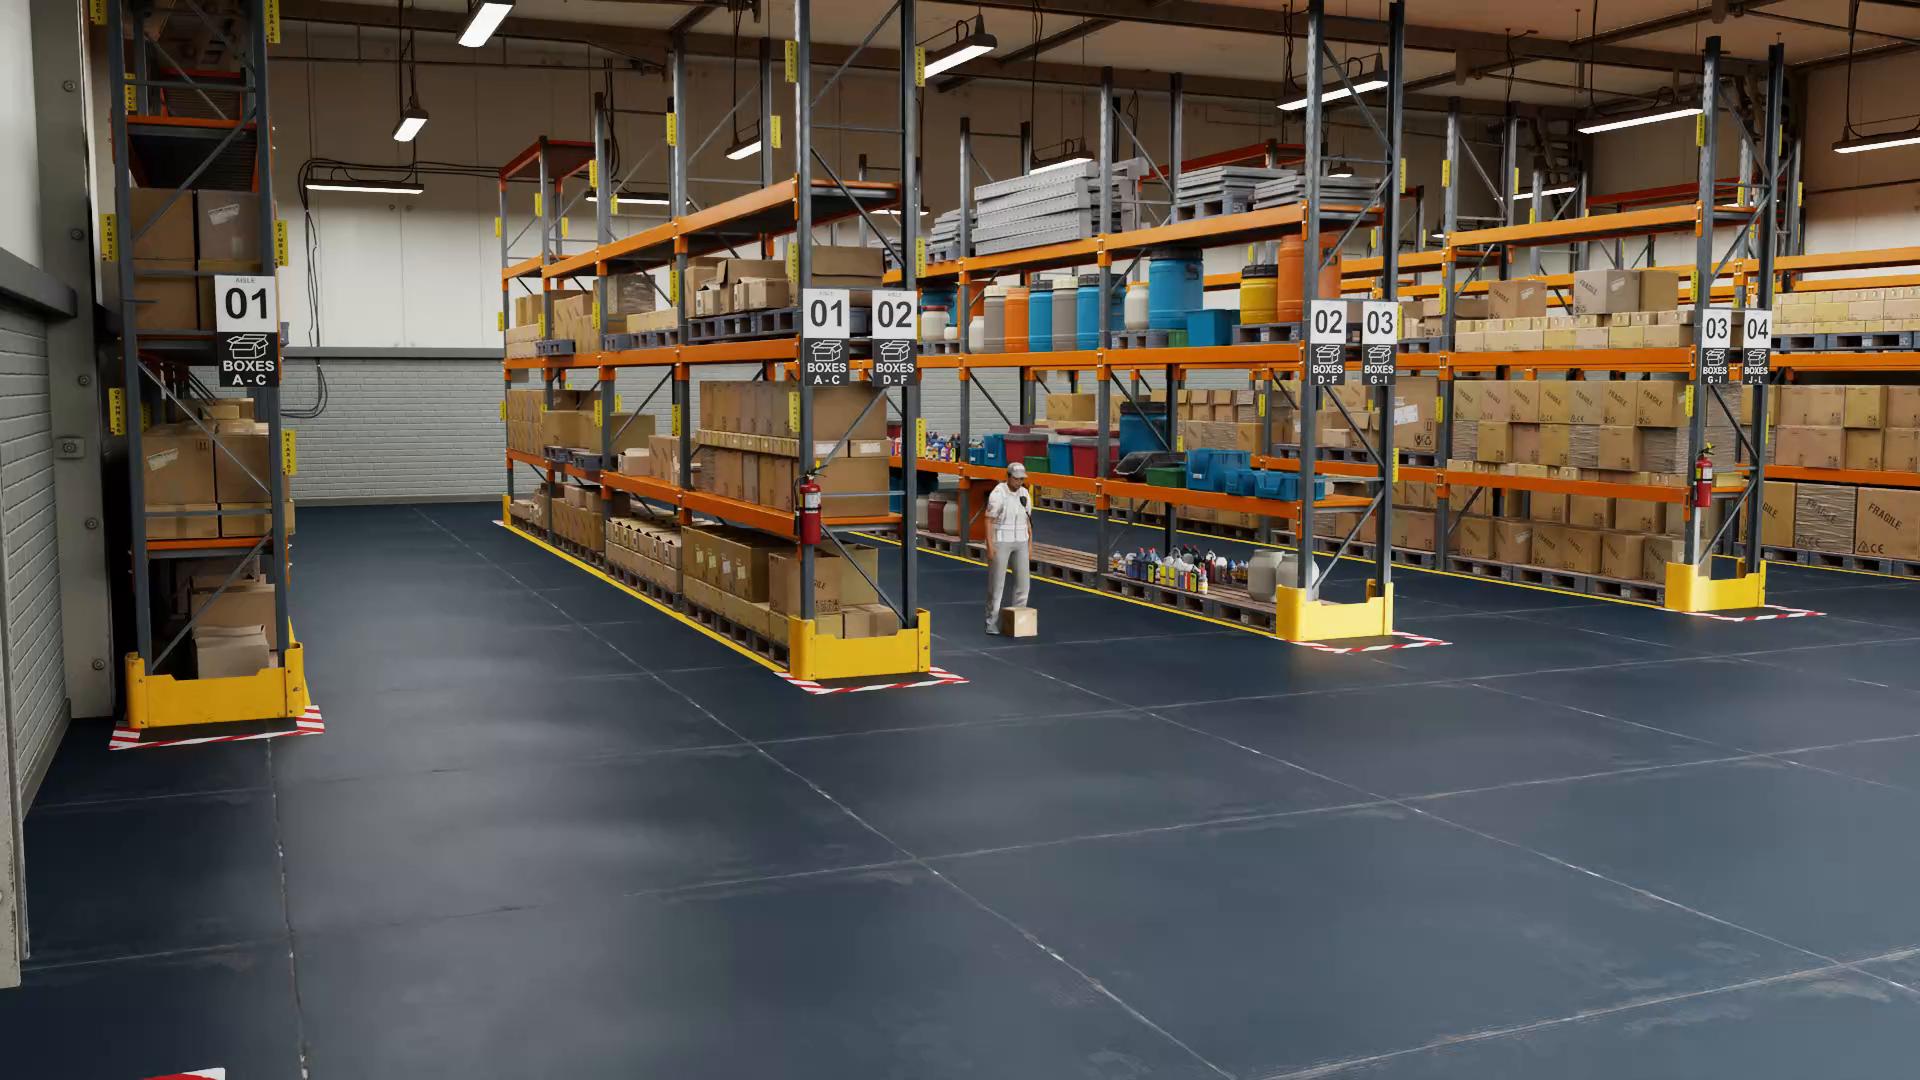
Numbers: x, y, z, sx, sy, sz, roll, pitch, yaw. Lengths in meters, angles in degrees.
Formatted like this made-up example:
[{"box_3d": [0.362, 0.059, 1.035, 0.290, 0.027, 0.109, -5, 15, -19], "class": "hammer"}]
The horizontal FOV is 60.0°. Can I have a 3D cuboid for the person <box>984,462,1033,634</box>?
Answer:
[{"box_3d": [0.480, 0.069, 16.257, 0.555, 1.665, 0.467, -3, 6, -28], "class": "person"}]
